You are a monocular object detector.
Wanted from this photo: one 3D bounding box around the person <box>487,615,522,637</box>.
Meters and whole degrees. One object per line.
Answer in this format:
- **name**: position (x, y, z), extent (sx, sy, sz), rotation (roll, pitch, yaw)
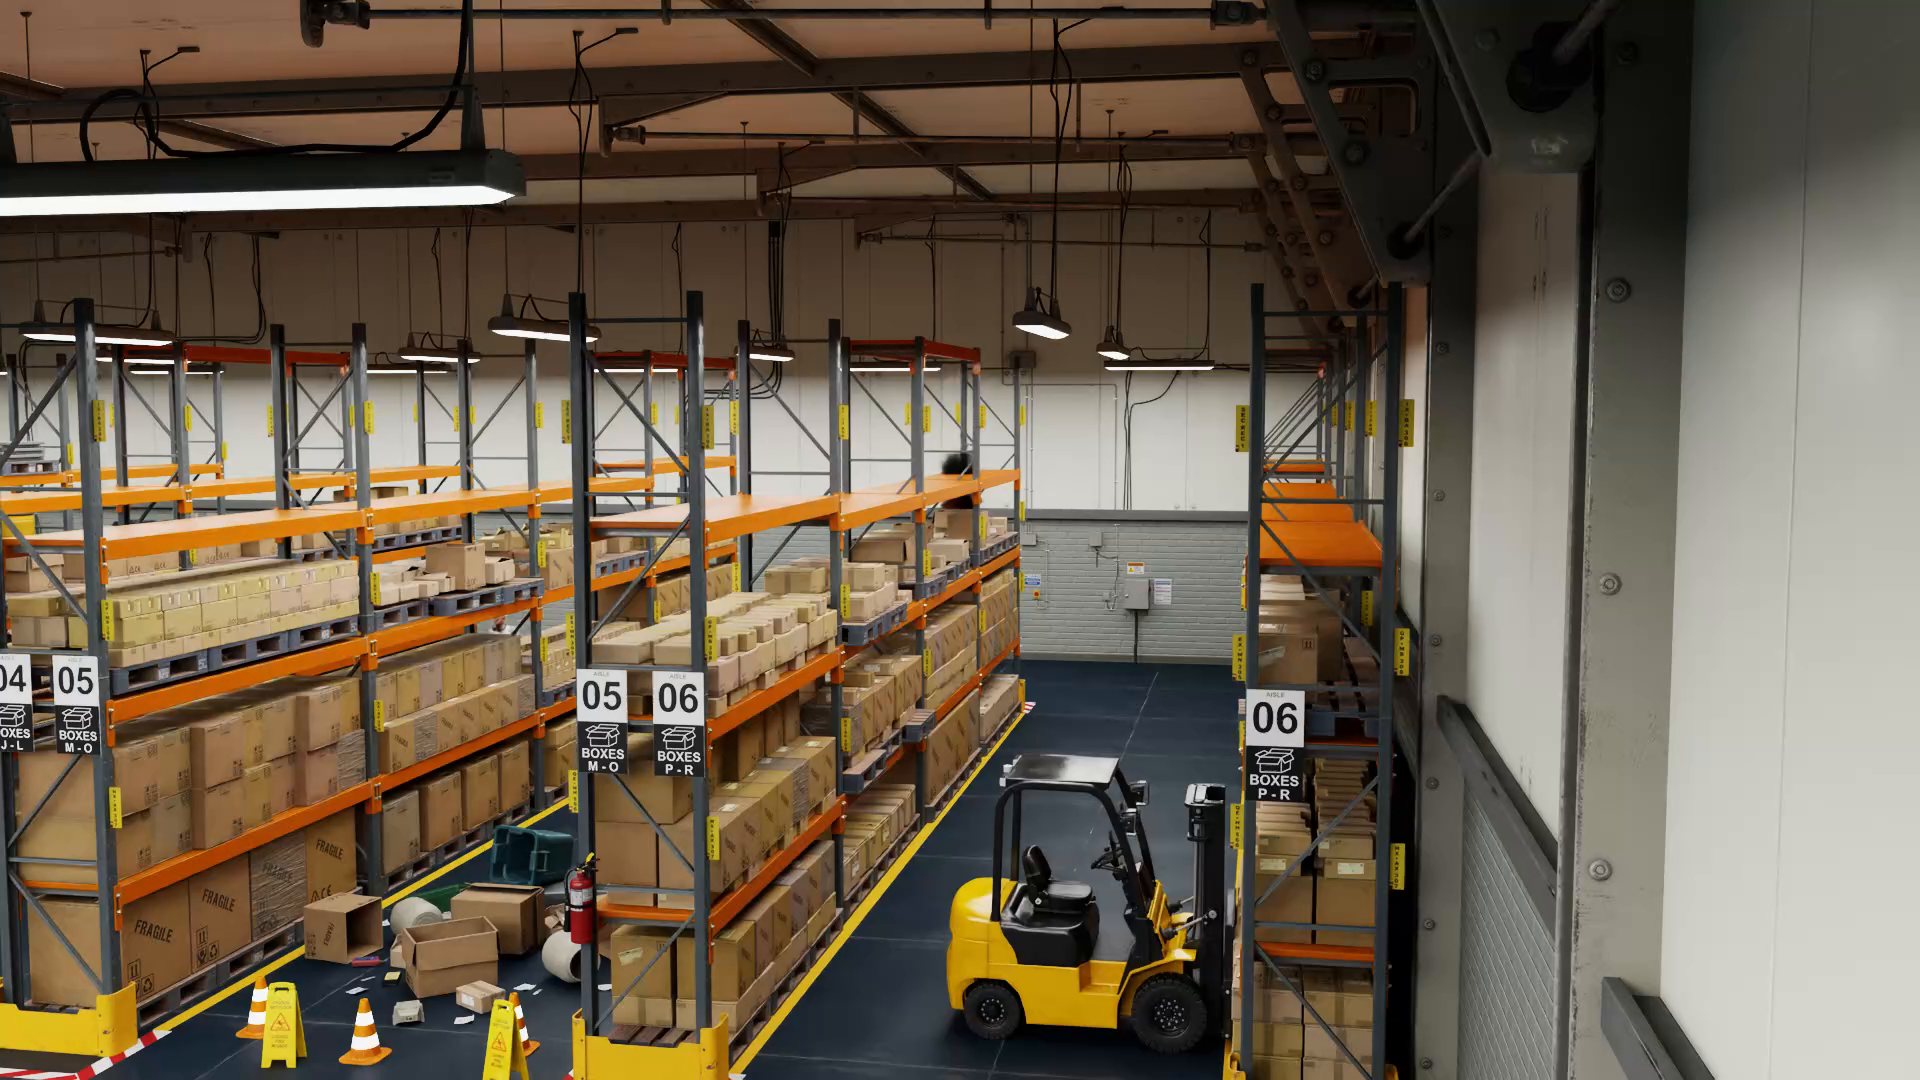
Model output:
- **person**: position (-7.777, 2.033, 28.387), extent (0.700, 1.714, 0.646), rotation (0, 5, 4)
